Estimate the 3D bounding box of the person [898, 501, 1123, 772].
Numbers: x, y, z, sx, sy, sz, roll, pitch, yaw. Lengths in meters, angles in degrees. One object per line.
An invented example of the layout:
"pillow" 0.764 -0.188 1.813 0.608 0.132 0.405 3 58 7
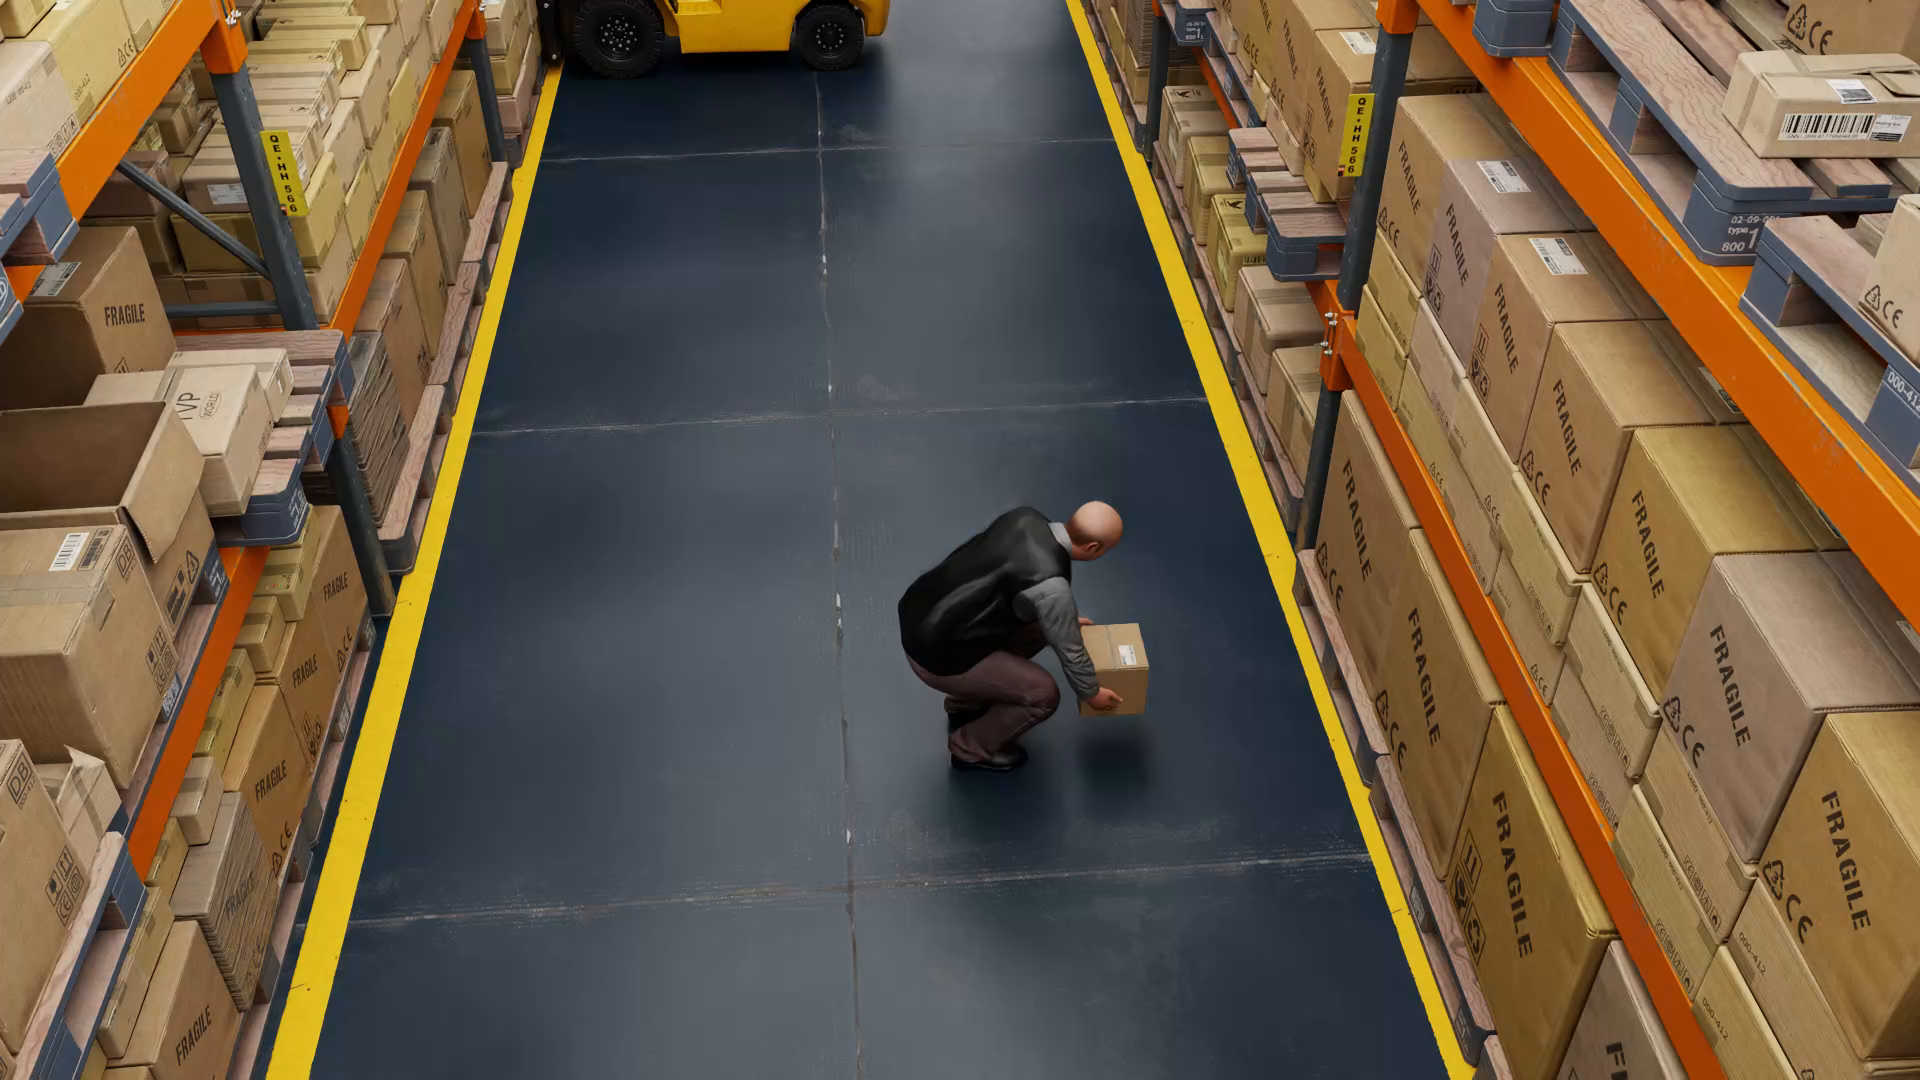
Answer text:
"person" 0.185 0.334 6.277 0.830 1.075 0.556 -3 39 -4
